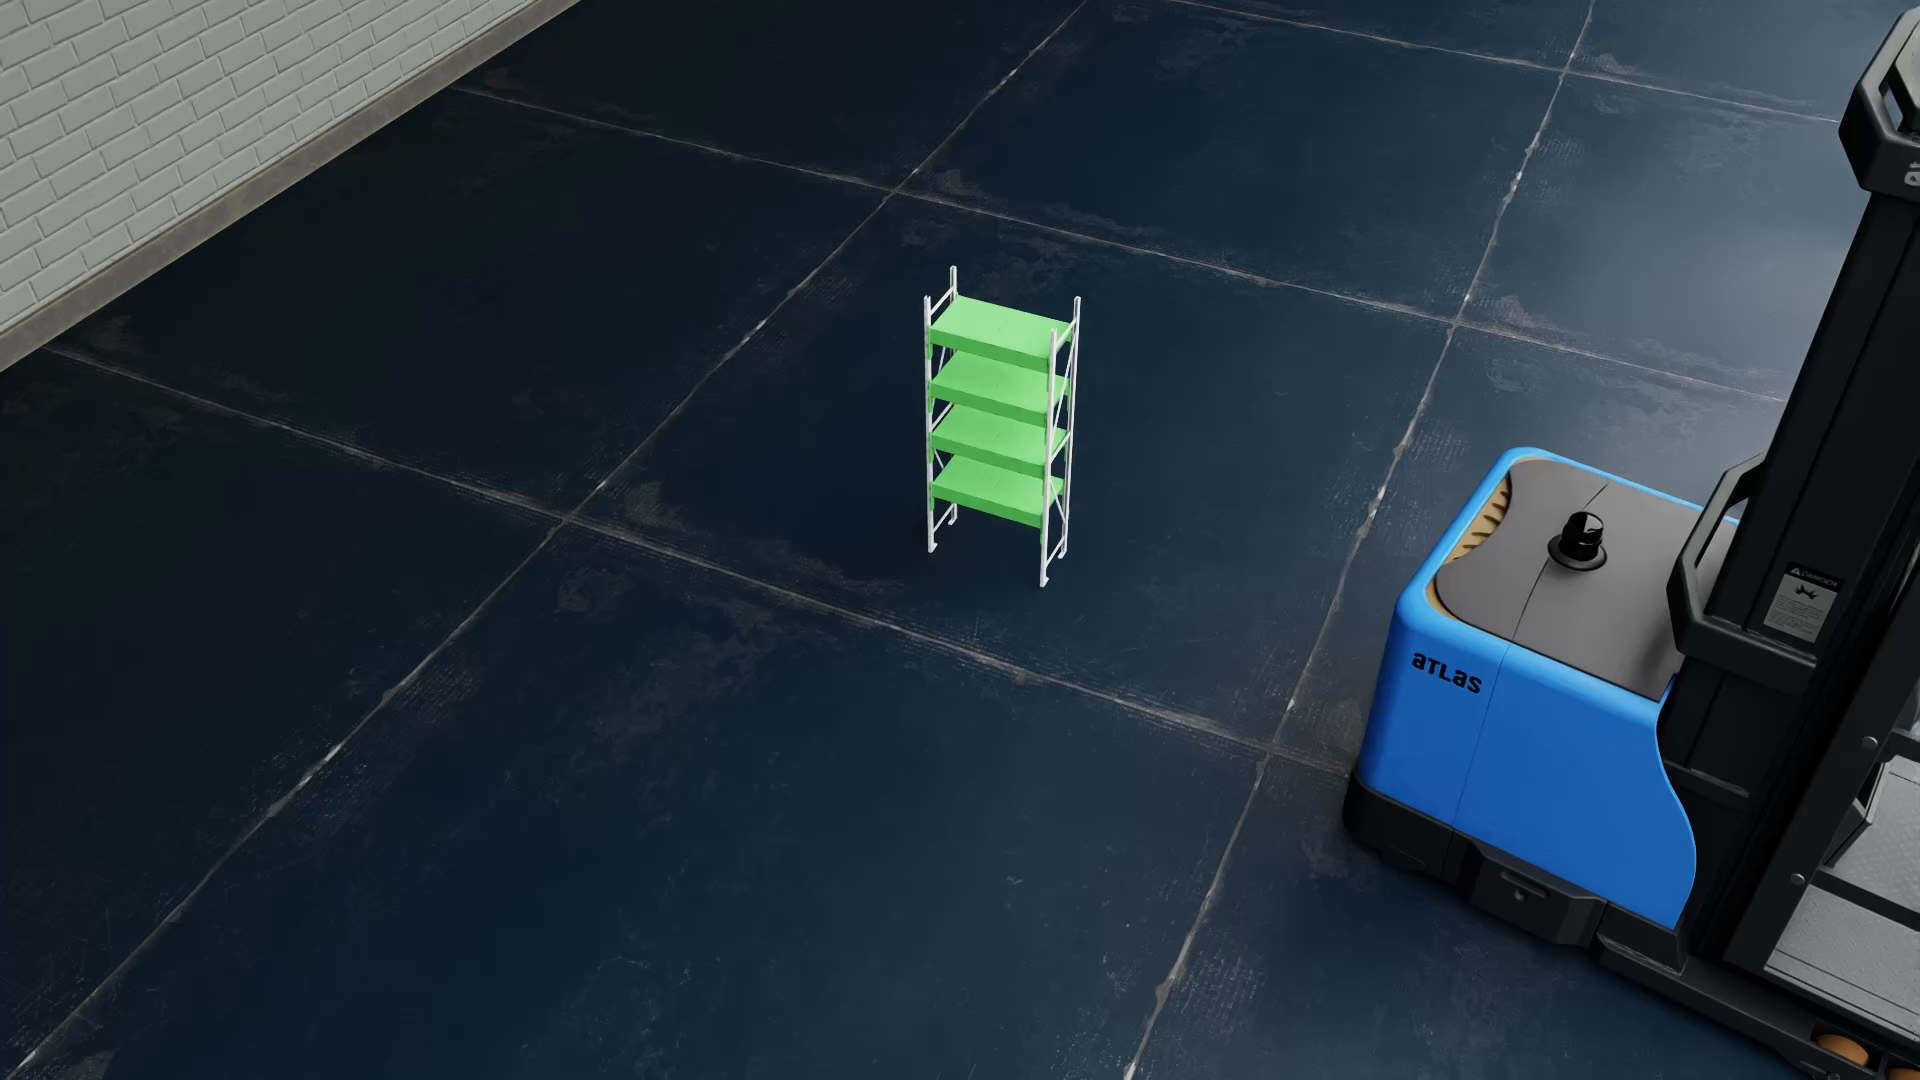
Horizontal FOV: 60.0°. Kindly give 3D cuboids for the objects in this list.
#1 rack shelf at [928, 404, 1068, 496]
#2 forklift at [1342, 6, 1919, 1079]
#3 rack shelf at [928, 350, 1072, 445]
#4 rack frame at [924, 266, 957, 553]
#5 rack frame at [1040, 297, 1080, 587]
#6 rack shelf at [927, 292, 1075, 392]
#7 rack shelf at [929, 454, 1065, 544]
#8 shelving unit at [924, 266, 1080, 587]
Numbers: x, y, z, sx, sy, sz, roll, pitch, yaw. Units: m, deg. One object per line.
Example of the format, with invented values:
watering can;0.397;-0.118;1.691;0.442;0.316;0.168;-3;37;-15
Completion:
rack shelf;0.150;-0.359;6.346;0.480;0.148;0.258;17;44;19
forklift;2.781;0.180;4.305;3.031;2.935;1.130;24;46;25
rack shelf;0.150;-0.541;6.189;0.480;0.148;0.258;17;44;19
rack frame;-0.071;-0.475;6.382;0.015;1.200;0.240;17;44;19
rack frame;0.371;-0.340;6.226;0.015;1.200;0.240;17;44;19
rack shelf;0.150;-0.722;6.032;0.480;0.148;0.258;17;44;19
rack shelf;0.150;-0.178;6.503;0.480;0.148;0.258;17;44;19
shelving unit;0.150;-0.408;6.304;0.503;1.200;0.258;17;44;19
